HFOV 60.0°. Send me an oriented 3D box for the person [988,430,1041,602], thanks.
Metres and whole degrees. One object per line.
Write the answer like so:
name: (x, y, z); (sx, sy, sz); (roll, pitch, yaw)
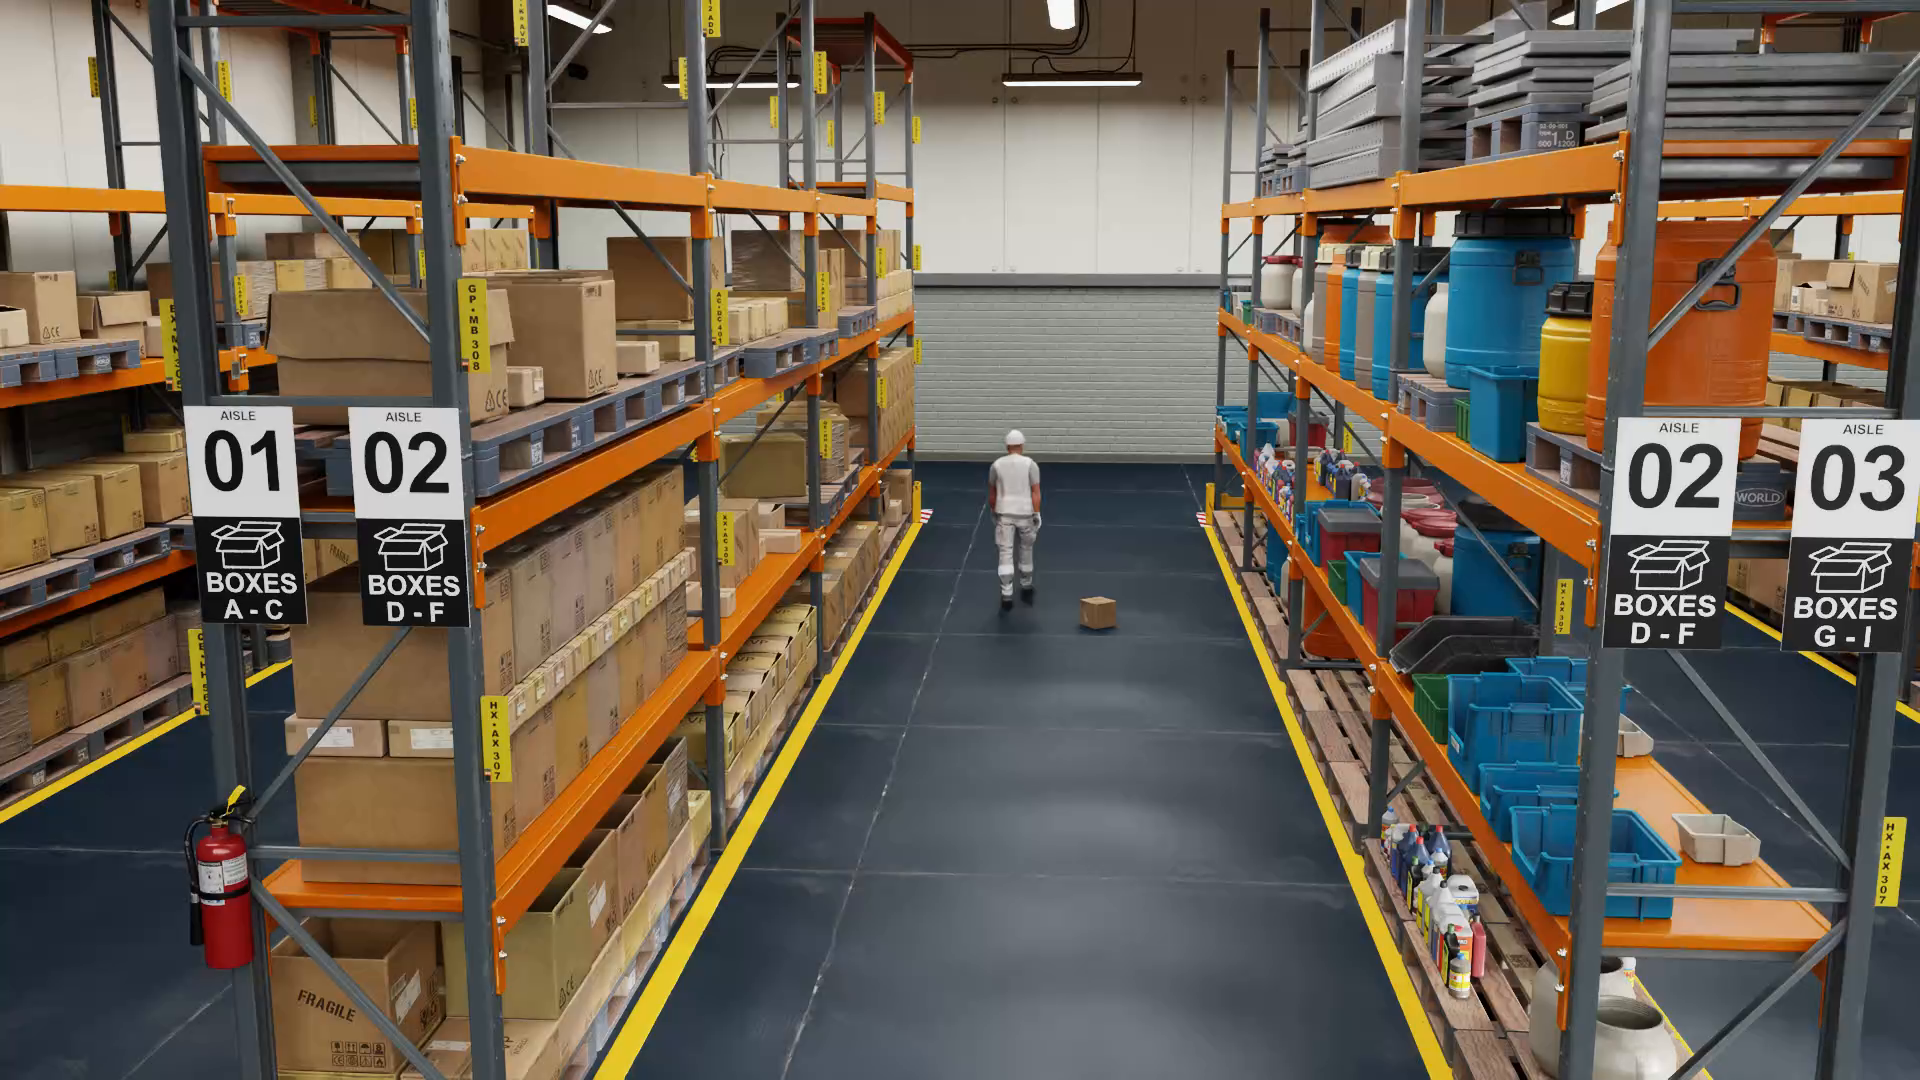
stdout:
person: (0.573, -0.271, 17.268); (0.559, 1.745, 1.010); (1, 11, 5)
